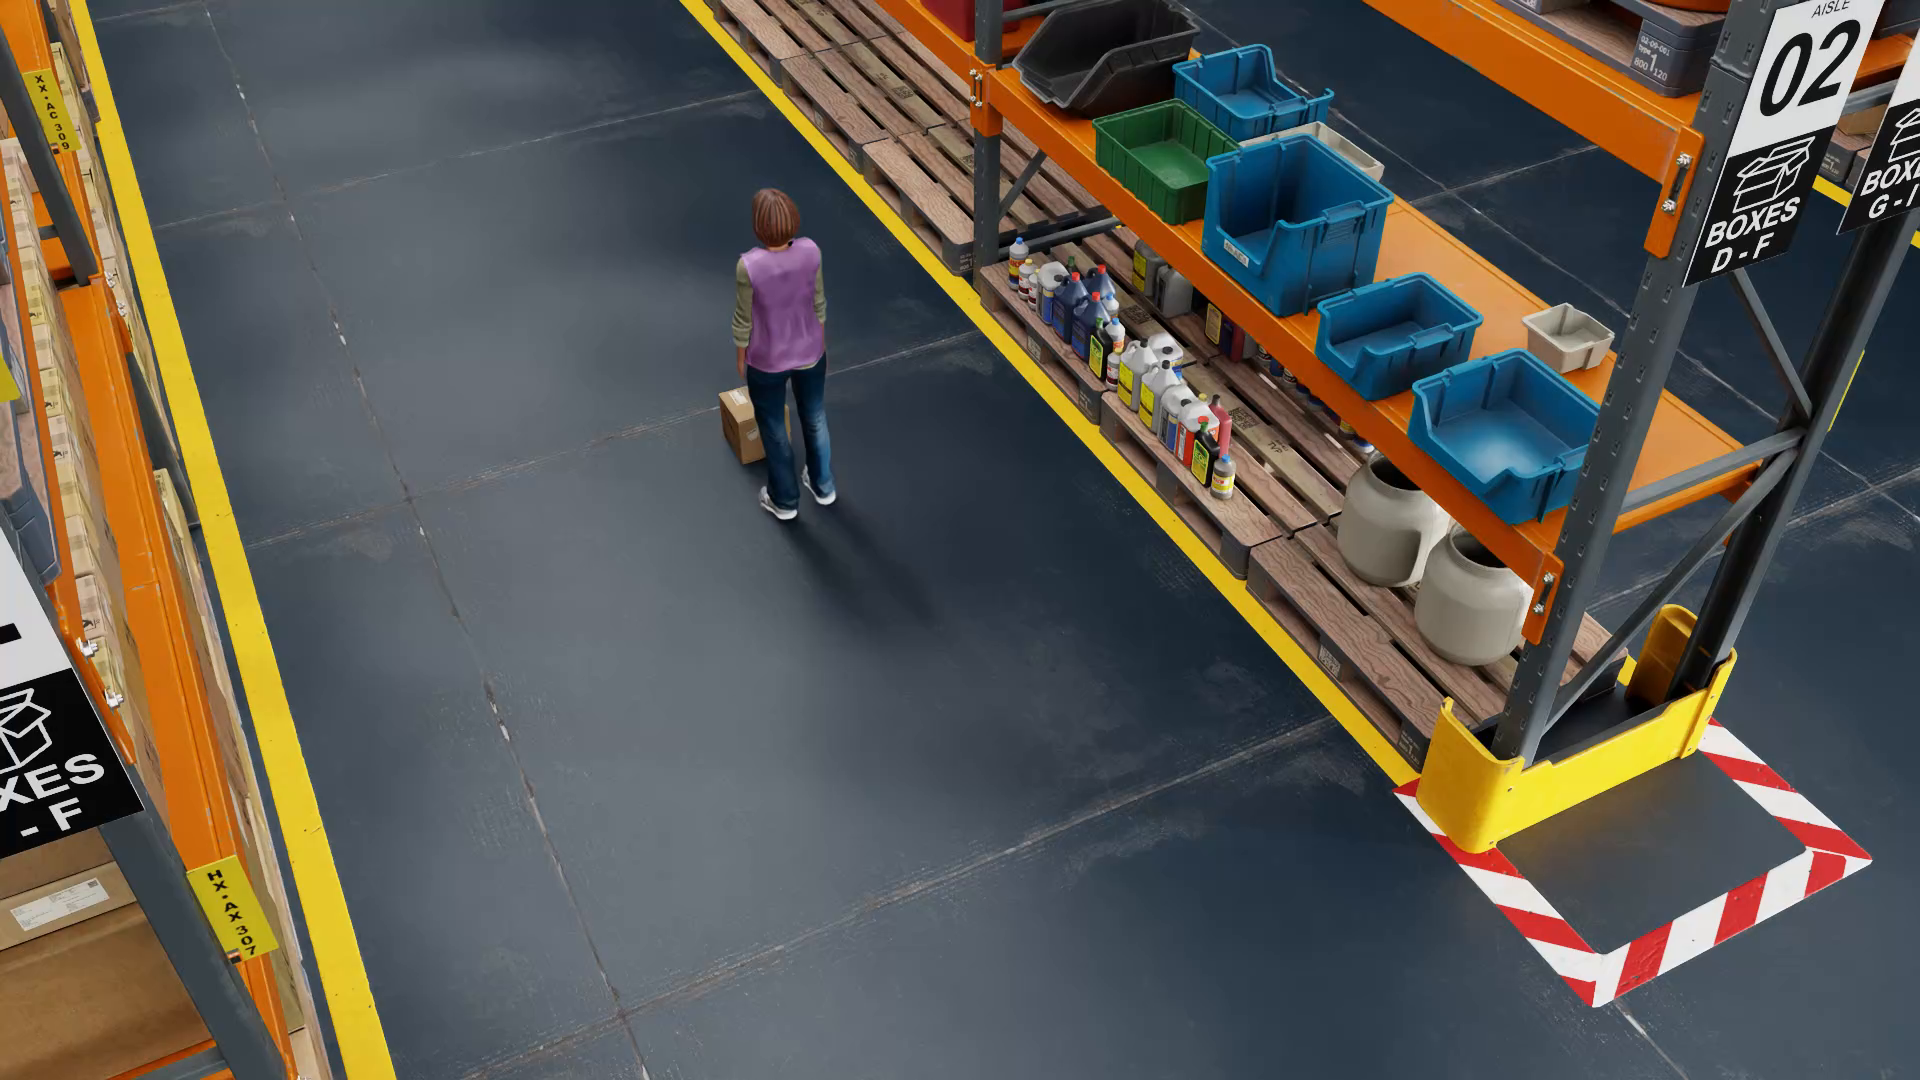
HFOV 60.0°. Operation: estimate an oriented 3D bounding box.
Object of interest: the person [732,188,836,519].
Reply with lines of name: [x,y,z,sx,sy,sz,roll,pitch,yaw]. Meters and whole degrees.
person: [-0.751,-0.770,7.037,0.409,1.613,0.313,-18,45,-19]
